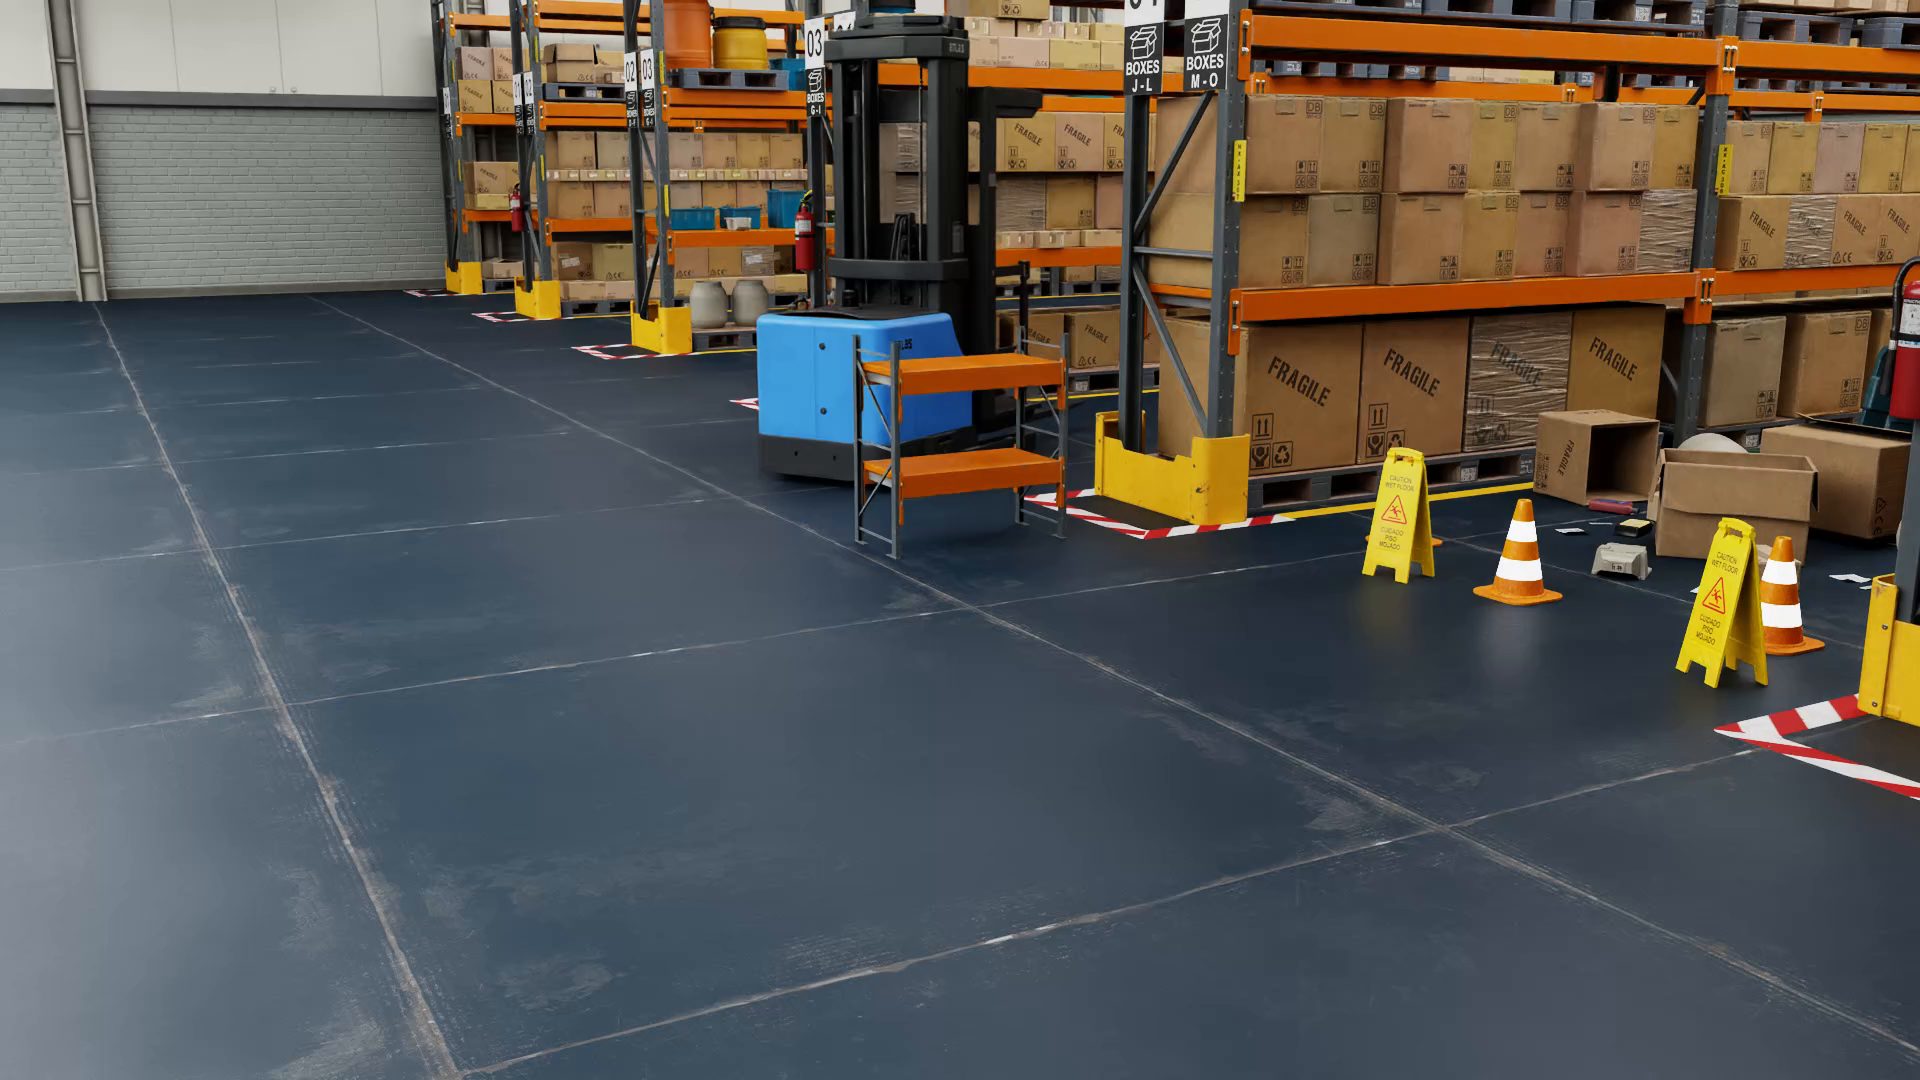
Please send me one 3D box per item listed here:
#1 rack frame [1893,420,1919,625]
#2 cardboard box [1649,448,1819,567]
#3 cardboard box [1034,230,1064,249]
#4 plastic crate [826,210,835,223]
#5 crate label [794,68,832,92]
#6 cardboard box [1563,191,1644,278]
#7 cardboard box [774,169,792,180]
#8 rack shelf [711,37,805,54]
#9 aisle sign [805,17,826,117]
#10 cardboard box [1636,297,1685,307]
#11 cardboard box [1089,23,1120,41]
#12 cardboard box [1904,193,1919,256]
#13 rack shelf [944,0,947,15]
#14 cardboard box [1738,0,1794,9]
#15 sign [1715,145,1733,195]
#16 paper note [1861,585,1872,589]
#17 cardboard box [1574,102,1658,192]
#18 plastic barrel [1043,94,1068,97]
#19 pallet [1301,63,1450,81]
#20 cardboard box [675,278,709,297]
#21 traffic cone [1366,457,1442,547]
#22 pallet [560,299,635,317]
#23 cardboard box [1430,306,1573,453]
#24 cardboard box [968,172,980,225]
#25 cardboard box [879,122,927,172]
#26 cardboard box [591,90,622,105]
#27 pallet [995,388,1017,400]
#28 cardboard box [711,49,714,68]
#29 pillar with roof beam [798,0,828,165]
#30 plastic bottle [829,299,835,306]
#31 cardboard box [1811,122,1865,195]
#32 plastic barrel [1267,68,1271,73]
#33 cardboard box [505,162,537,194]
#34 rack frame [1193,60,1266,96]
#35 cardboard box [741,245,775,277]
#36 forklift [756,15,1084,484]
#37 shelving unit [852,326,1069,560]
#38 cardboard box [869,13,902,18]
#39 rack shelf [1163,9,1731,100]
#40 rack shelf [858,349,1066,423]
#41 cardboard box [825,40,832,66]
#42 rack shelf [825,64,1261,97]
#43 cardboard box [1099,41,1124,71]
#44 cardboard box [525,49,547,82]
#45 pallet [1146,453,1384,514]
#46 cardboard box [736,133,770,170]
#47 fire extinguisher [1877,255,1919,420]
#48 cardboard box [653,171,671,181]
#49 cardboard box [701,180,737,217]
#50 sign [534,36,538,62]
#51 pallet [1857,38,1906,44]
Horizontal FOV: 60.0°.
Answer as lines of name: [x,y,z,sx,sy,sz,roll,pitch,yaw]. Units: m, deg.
rack frame: [3.732,-0.728,5.511,0.127,3.000,1.000,-7,14,-28]
cardboard box: [4.061,-0.183,8.774,0.797,0.503,0.637,5,14,21]
cardboard box: [0.711,-2.638,14.572,0.250,0.149,0.380,-7,14,-28]
plastic crate: [-1.205,-3.821,19.739,0.662,0.188,0.450,-7,14,-28]
crate label: [-1.588,-5.116,18.518,0.408,0.251,0.502,-7,14,-28]
cardboard box: [3.993,-2.062,11.097,0.550,0.550,0.875,-7,14,-28]
cardboard box: [-2.602,-5.238,23.845,0.250,0.149,0.380,-7,15,-29]
rack shelf: [-2.870,-8.513,28.991,4.000,0.370,1.077,-7,14,-28]
aisle sign: [-1.214,-3.957,13.940,0.004,0.787,0.394,-7,14,-28]
cardboard box: [7.408,-2.808,18.639,0.875,0.875,1.225,-7,14,-28]
cardboard box: [1.194,-4.414,14.491,0.250,0.149,0.380,-6,14,-25]
cardboard box: [7.150,-2.358,12.525,0.500,0.500,0.500,-7,15,-29]
rack shelf: [-1.634,-6.183,18.638,4.000,0.370,1.077,-7,14,-28]
cardboard box: [5.432,-3.759,11.269,0.396,0.266,0.258,-7,15,-29]
sign: [5.050,-2.446,10.994,0.005,0.325,0.100,-7,14,-28]
paper note: [4.419,0.228,8.073,0.123,0.001,0.032,-7,14,-28]
cardboard box: [4.015,-2.579,10.938,0.550,0.550,0.875,-7,14,-28]
plastic barrel: [1.038,-5.885,20.453,0.600,0.901,0.600,0,13,0]
pallet: [3.997,-4.584,16.243,1.003,0.211,1.213,-7,14,-28]
cardboard box: [-3.865,-3.582,23.498,0.500,0.250,0.500,-7,14,-28]
traffic cone: [2.418,-0.216,9.013,0.334,0.463,0.336,-7,14,-28]
pallet: [-5.108,-3.275,23.181,1.213,0.211,1.003,-7,14,-28]
cardboard box: [3.408,-1.112,11.101,0.875,0.875,0.875,-7,14,-27]
cardboard box: [-0.139,-2.960,14.524,0.500,0.500,0.875,-7,14,-28]
cardboard box: [-0.403,-3.325,13.868,0.500,0.500,0.500,-7,14,-28]
cardboard box: [-5.868,-7.227,27.285,0.500,0.500,0.500,-7,15,-30]
pallet: [-0.219,-1.364,14.688,1.213,0.211,1.003,-7,14,-28]
cardboard box: [-3.754,-6.606,23.288,0.637,0.503,0.797,-5,14,-22]
pillar with roof beam: [-0.607,-8.470,26.250,0.400,9.000,9.100,-7,14,-28]
plastic bottle: [-1.441,-2.632,19.159,0.133,0.283,0.061,-7,14,-27]
cardboard box: [6.110,-2.789,12.167,0.500,0.500,0.700,-7,14,-27]
plastic barrel: [4.132,-6.371,21.818,0.708,0.830,0.600,-7,14,-28]
cardboard box: [-7.135,-5.846,26.842,0.500,0.500,0.500,-7,14,-28]
rack frame: [2.495,-3.058,15.867,0.127,3.000,1.000,-7,14,-28]
cardboard box: [-2.995,-4.056,23.898,0.500,0.500,0.500,-7,14,-28]
forklift: [-0.117,-2.039,11.492,1.130,2.935,3.031,8,15,31]
shelving unit: [0.006,-0.549,8.989,1.048,1.125,0.538,-7,14,-28]
cardboard box: [-0.664,-4.207,13.571,0.250,0.149,0.380,-7,14,-28]
rack shelf: [3.027,-2.994,10.387,4.000,0.370,1.077,-7,14,-28]
rack shelf: [0.006,-0.835,8.925,1.000,0.278,0.538,-7,14,-28]
cardboard box: [-1.688,-6.986,24.165,0.500,0.500,0.500,-7,14,-27]
rack shelf: [0.739,-3.960,14.682,4.000,0.370,1.077,-7,14,-28]
cardboard box: [1.312,-4.243,14.640,0.500,0.250,0.500,-7,14,-28]
cardboard box: [-6.773,-7.604,26.682,0.500,0.500,0.500,-6,14,-26]
pallet: [1.936,-0.410,10.450,1.213,0.211,1.003,-7,14,-28]
cardboard box: [-3.078,-5.548,23.748,0.500,0.500,0.700,-7,14,-28]
fire extinguisher: [3.411,-0.767,5.861,0.183,0.674,0.296,-7,14,-28]
cardboard box: [-4.182,-5.048,23.003,0.250,0.149,0.380,-7,14,-29]
cardboard box: [-3.537,-4.860,23.645,0.500,0.500,0.700,-7,14,-27]
sign: [-5.499,-6.368,21.570,0.005,0.325,0.100,-7,14,-28]
pallet: [7.754,-3.806,12.787,1.003,0.211,1.213,-6,14,-25]
